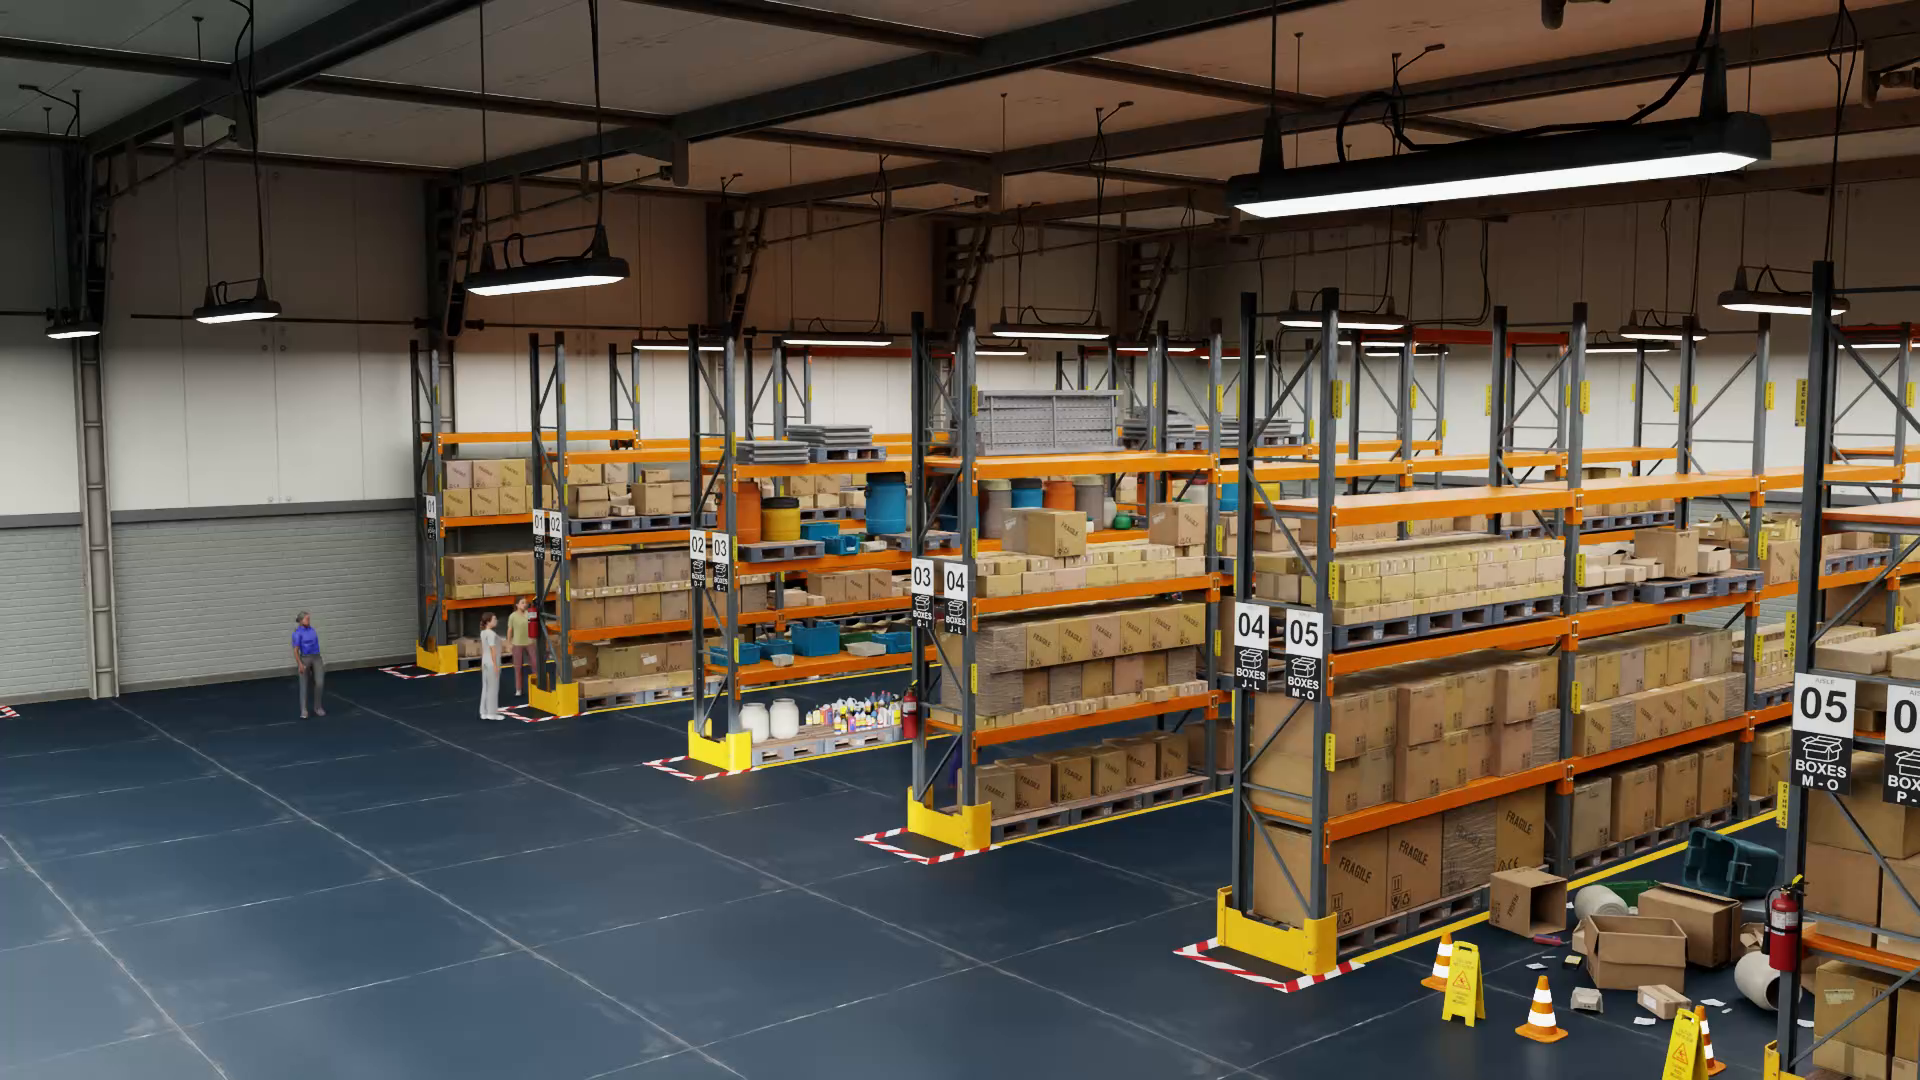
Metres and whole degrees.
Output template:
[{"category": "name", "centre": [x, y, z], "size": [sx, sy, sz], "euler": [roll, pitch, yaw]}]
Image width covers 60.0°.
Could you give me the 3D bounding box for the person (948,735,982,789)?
[{"category": "person", "centre": [0.073, 2.392, 21.246], "size": [0.466, 1.676, 0.486], "euler": [0, 5, -5]}]

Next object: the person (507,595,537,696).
[{"category": "person", "centre": [-7.290, 1.774, 27.848], "size": [0.561, 1.702, 0.349], "euler": [-2, 6, -22]}]

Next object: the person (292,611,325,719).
[{"category": "person", "centre": [-10.158, 1.953, 25.981], "size": [0.515, 1.690, 0.520], "euler": [-5, 7, -41]}]

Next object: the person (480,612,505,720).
[{"category": "person", "centre": [-7.273, 1.951, 25.778], "size": [0.381, 1.687, 0.491], "euler": [-4, 7, -38]}]
